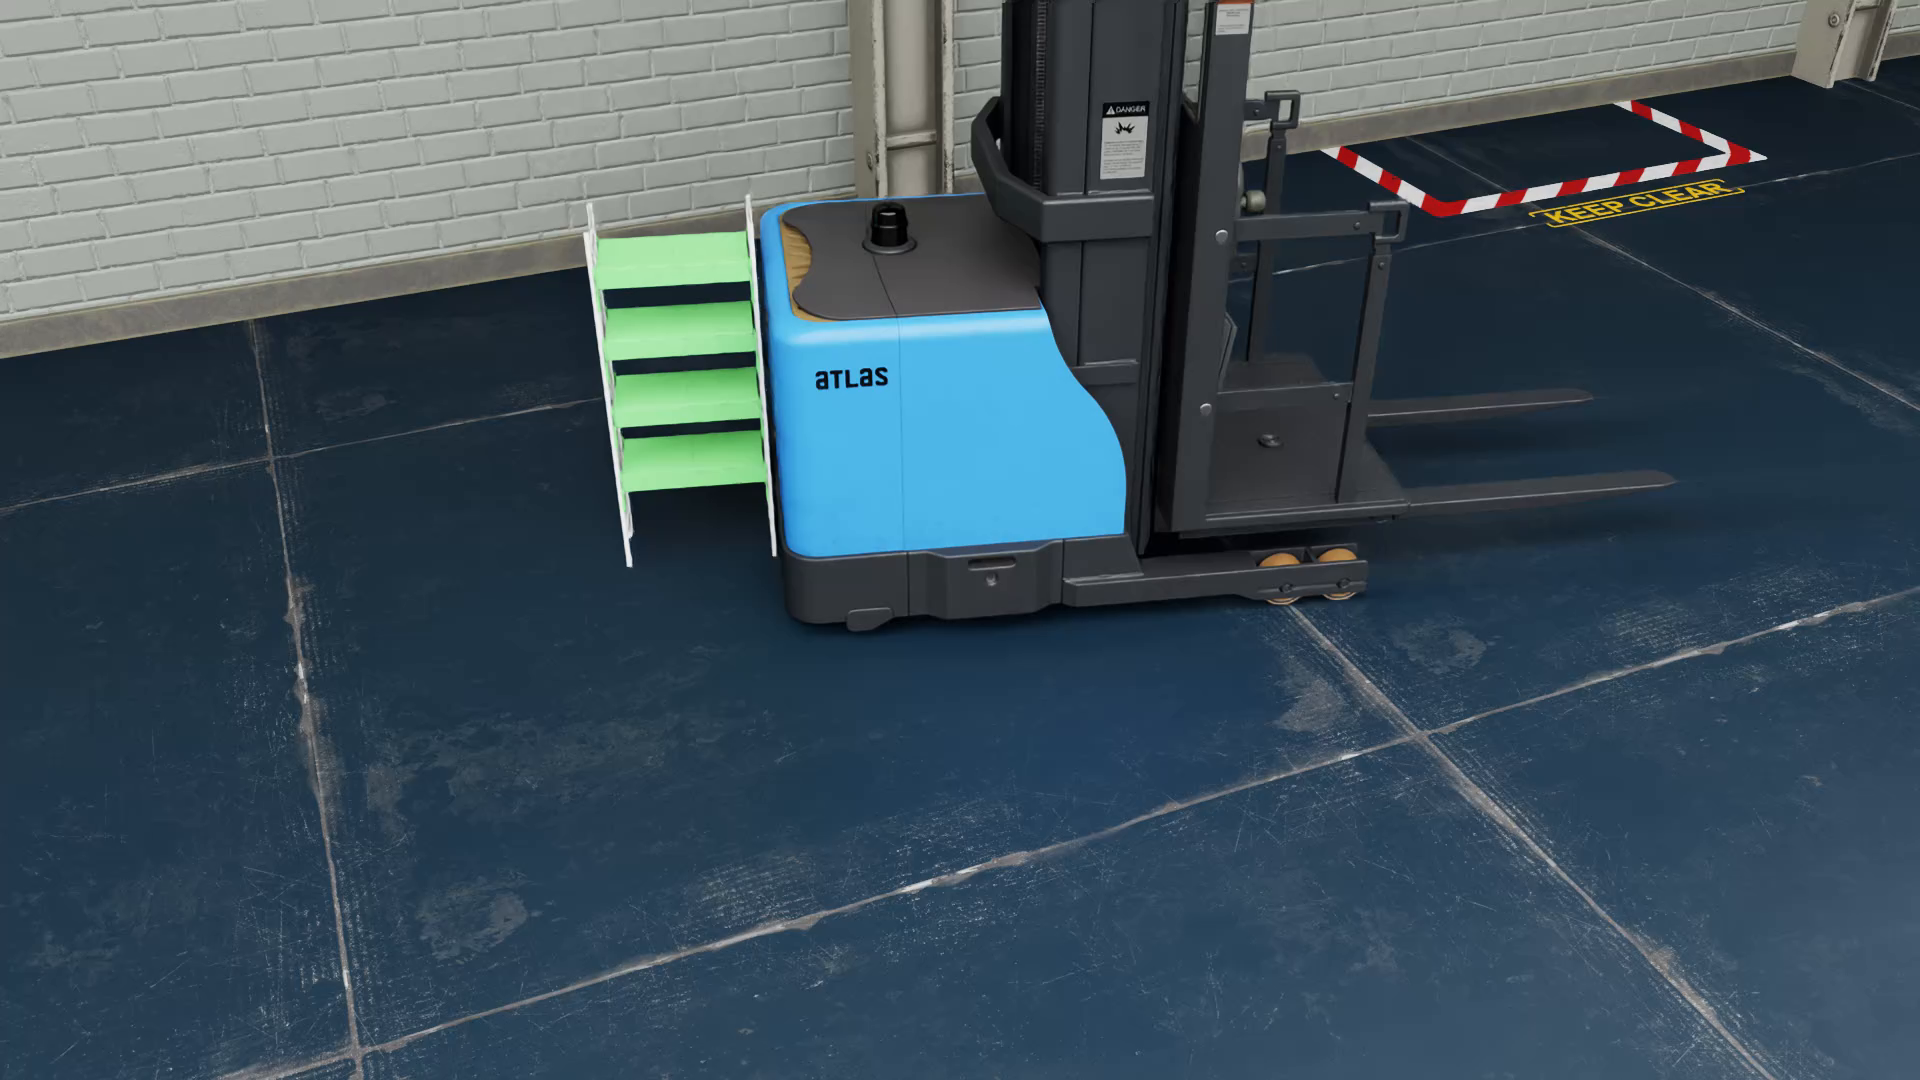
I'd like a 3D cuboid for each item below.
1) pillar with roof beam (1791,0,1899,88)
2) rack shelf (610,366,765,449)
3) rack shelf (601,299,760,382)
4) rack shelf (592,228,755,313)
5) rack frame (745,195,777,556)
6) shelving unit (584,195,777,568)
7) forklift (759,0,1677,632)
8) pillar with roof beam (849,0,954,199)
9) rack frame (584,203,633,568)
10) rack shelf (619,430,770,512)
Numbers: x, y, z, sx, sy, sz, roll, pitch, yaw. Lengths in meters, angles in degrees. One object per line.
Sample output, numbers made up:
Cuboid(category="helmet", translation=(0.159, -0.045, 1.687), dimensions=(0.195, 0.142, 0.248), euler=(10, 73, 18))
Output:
Cuboid(category="pillar with roof beam", translation=(6.932, -4.408, 4.273), dimensions=(0.400, 9.000, 9.100), euler=(-13, 35, -19))
Cuboid(category="rack shelf", translation=(-0.890, -0.441, 5.444), dimensions=(0.480, 0.148, 0.258), euler=(-5, 33, -7))
Cuboid(category="rack shelf", translation=(-0.890, -0.642, 5.314), dimensions=(0.480, 0.148, 0.258), euler=(-5, 33, -7))
Cuboid(category="rack shelf", translation=(-0.890, -0.843, 5.183), dimensions=(0.480, 0.148, 0.258), euler=(-5, 33, -7))
Cuboid(category="rack frame", translation=(-0.648, -0.513, 5.439), dimensions=(0.015, 1.200, 0.240), euler=(-5, 33, -7))
Cuboid(category="shelving unit", translation=(-0.890, -0.494, 5.410), dimensions=(0.503, 1.200, 0.258), euler=(-5, 33, -7))
Cuboid(category="forklift", translation=(0.888, -1.299, 5.058), dimensions=(3.031, 2.935, 1.130), euler=(-5, 33, -7))
Cuboid(category="pillar with roof beam", translation=(1.400, -3.141, 2.326), dimensions=(0.400, 9.000, 9.100), euler=(-13, 35, -19))
Cuboid(category="rack frame", translation=(-1.131, -0.475, 5.380), dimensions=(0.015, 1.200, 0.240), euler=(-5, 33, -7))
Cuboid(category="rack shelf", translation=(-0.890, -0.240, 5.575), dimensions=(0.480, 0.148, 0.258), euler=(-5, 33, -7))
